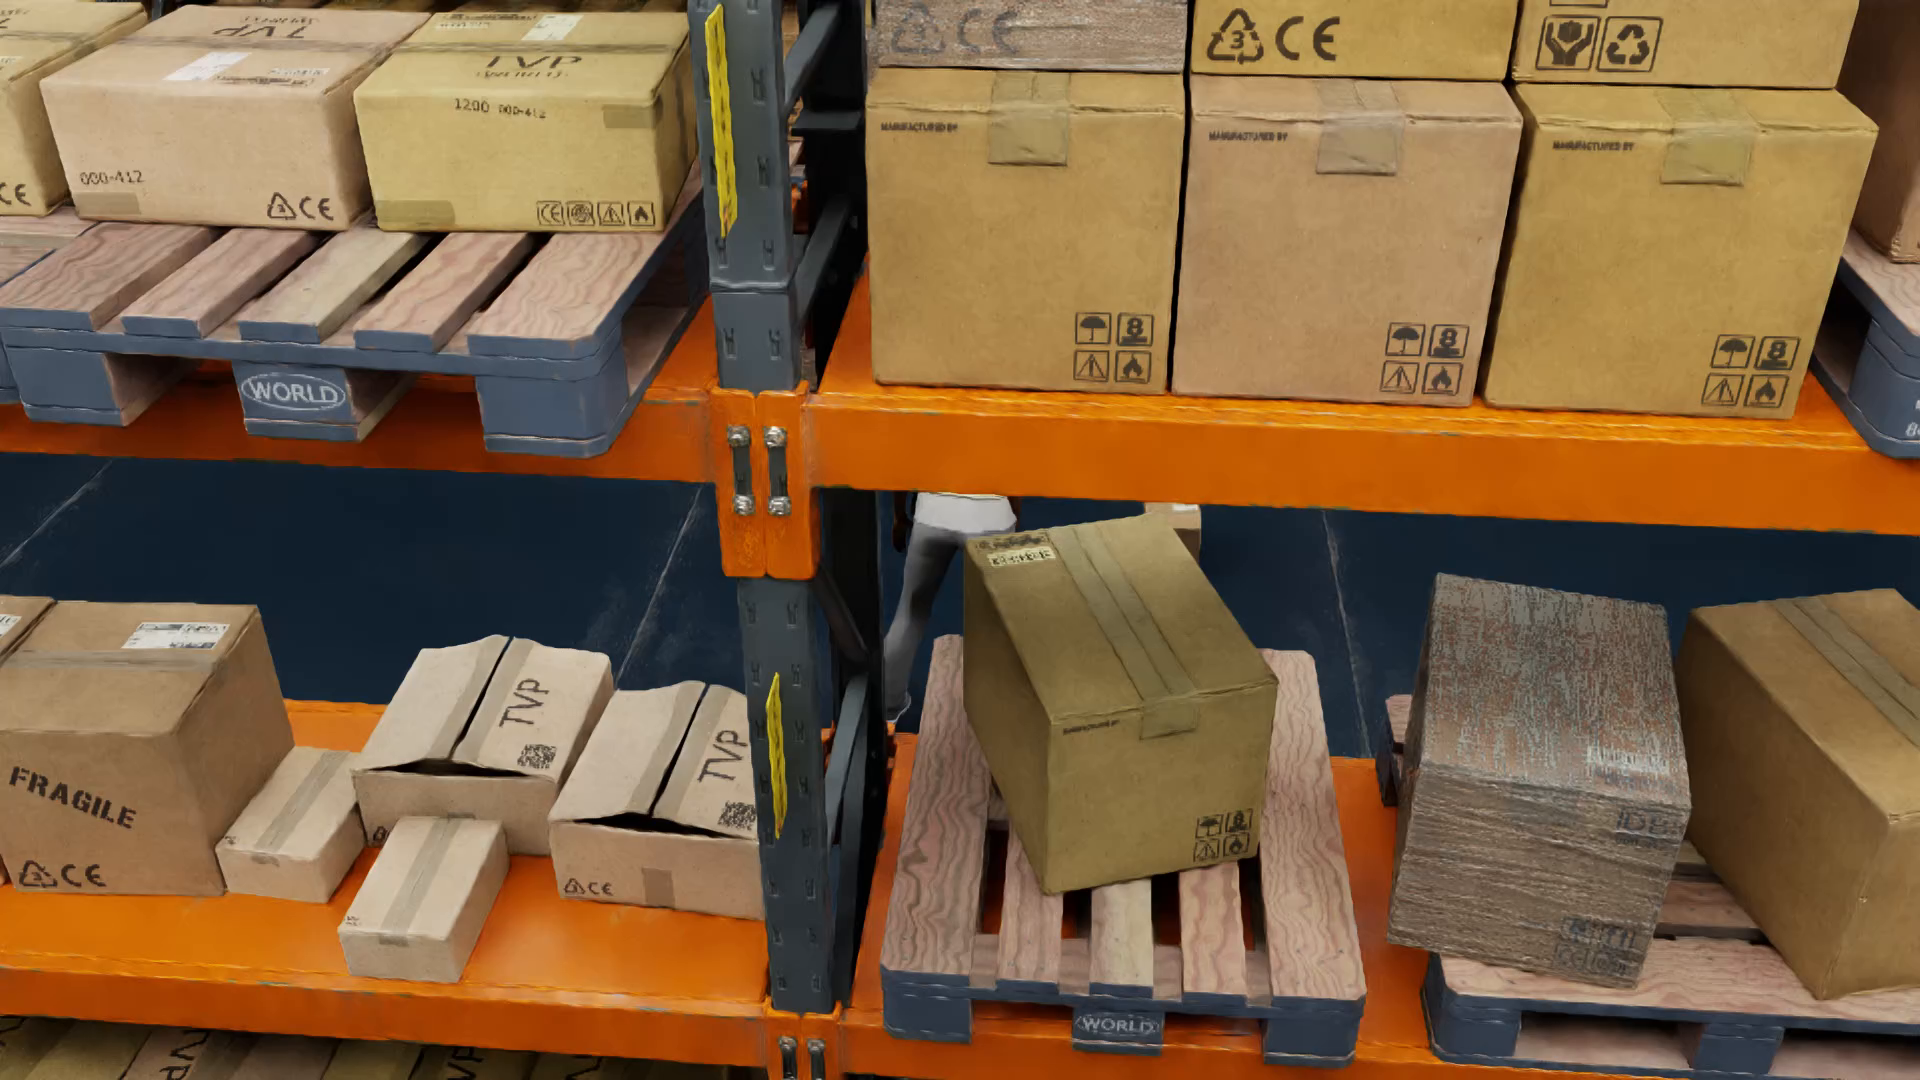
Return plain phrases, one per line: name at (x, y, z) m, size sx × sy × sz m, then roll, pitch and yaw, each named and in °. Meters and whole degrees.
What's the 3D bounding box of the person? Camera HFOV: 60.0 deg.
person at (-0.018, -0.051, 6.229) m, size 0.572 × 1.665 × 0.569 m, roll 9°, pitch 33°, yaw 13°
